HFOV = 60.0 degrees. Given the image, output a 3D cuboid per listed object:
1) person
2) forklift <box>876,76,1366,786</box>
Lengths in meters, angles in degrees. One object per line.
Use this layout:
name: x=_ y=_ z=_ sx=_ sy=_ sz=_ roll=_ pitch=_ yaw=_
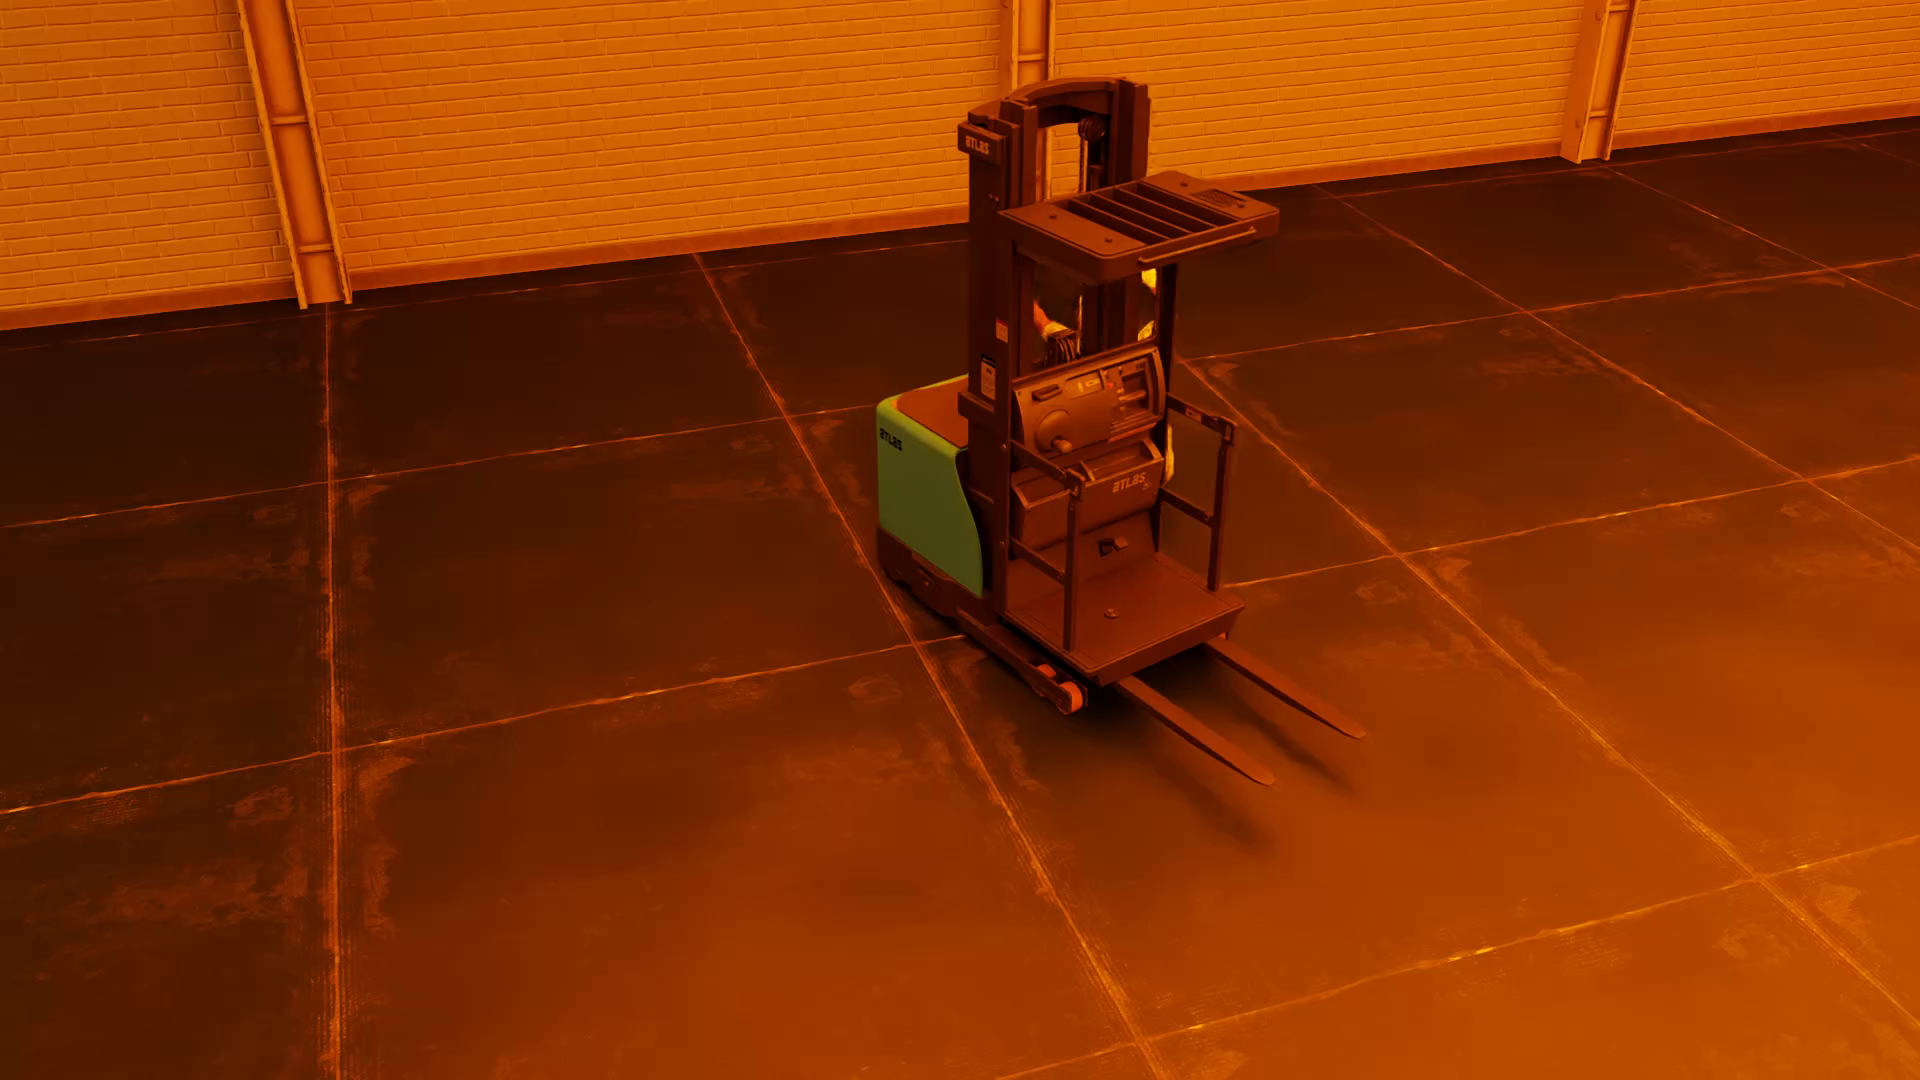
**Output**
person: x=0.889 y=-0.997 z=10.146 sx=0.832 sy=1.656 sz=1.143 roll=-20 pitch=35 yaw=-30
forklift: x=0.789 y=-0.659 z=8.232 sx=1.130 sy=2.935 sz=3.031 roll=-20 pitch=35 yaw=-31
